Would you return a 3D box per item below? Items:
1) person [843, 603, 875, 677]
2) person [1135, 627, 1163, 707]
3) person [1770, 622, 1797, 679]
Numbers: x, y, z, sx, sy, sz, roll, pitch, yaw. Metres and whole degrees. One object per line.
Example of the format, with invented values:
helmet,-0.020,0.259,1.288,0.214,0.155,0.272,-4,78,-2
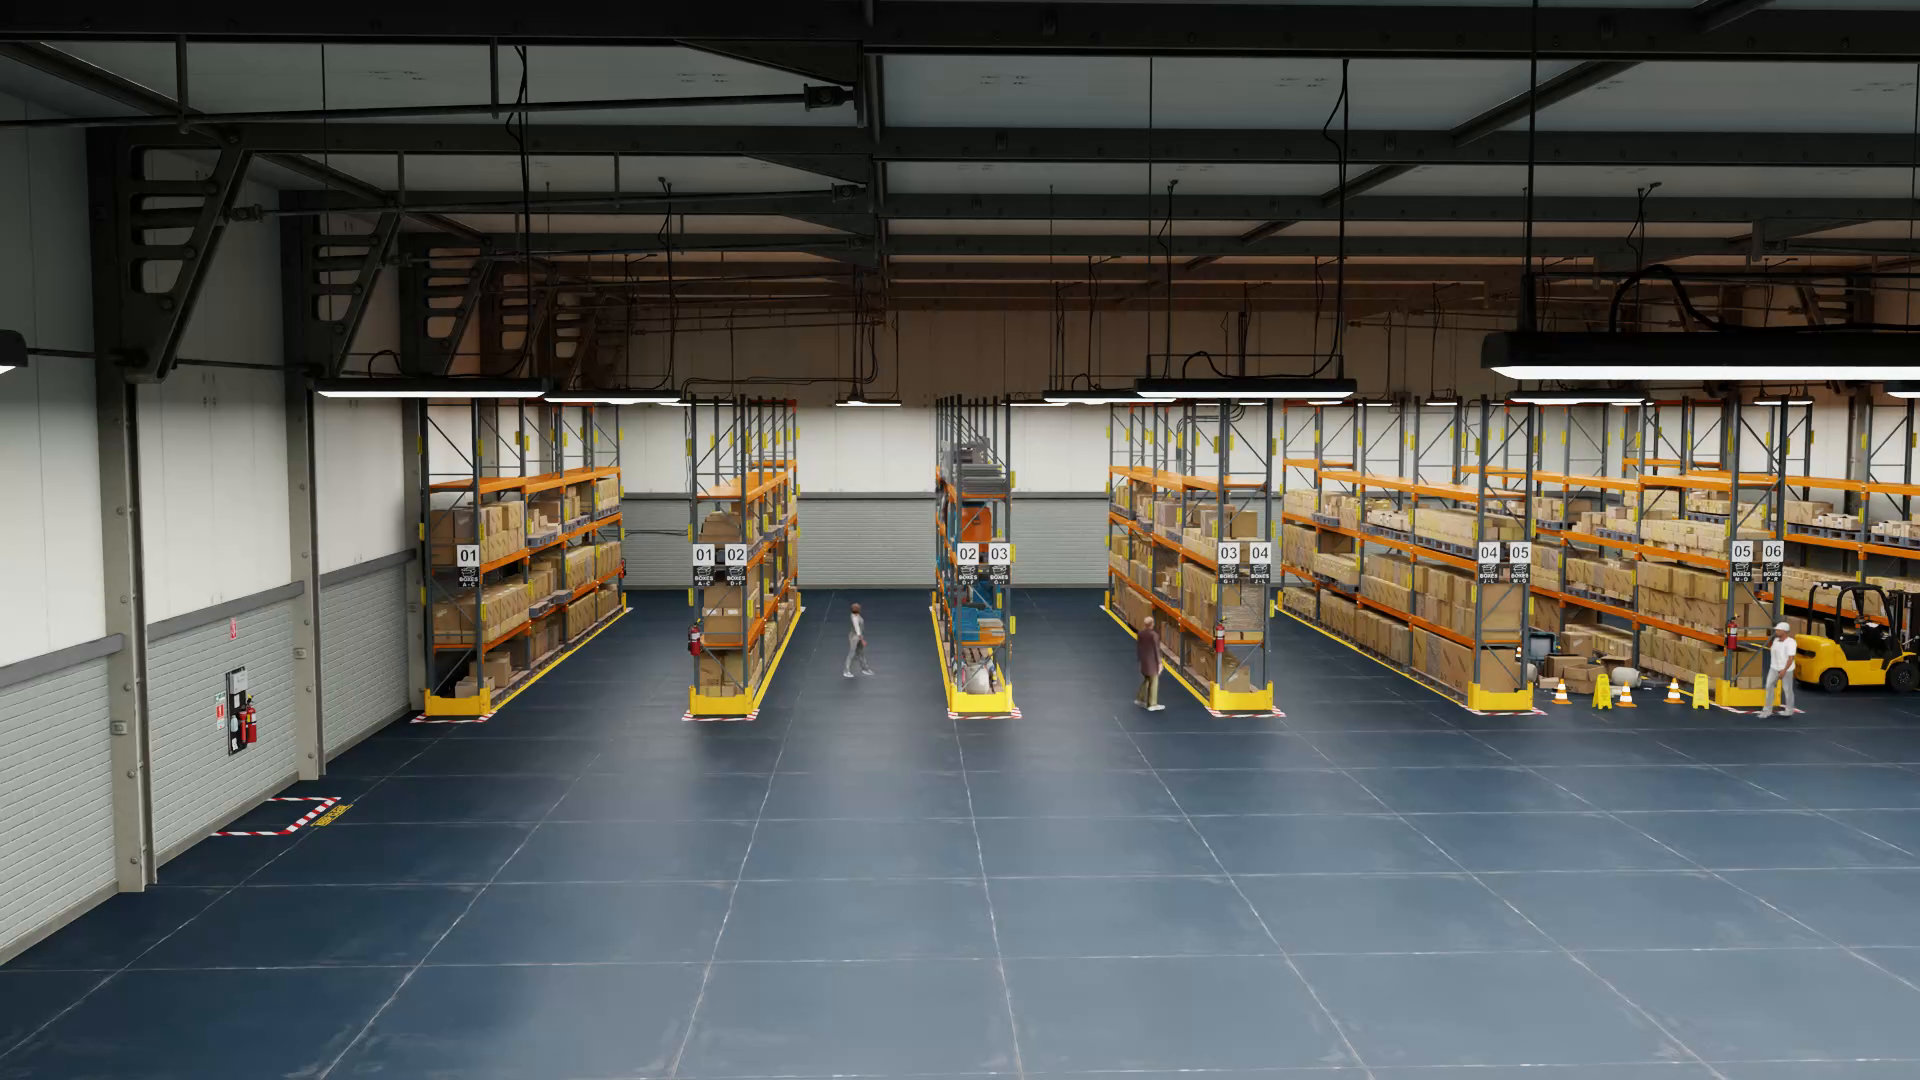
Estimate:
person,-2.168,2.121,35.510,0.610,1.581,0.571,1,5,10
person,3.658,2.408,31.655,0.383,1.507,0.655,-3,5,-33
person,15.225,2.055,30.799,0.572,1.057,0.531,-3,5,-34
